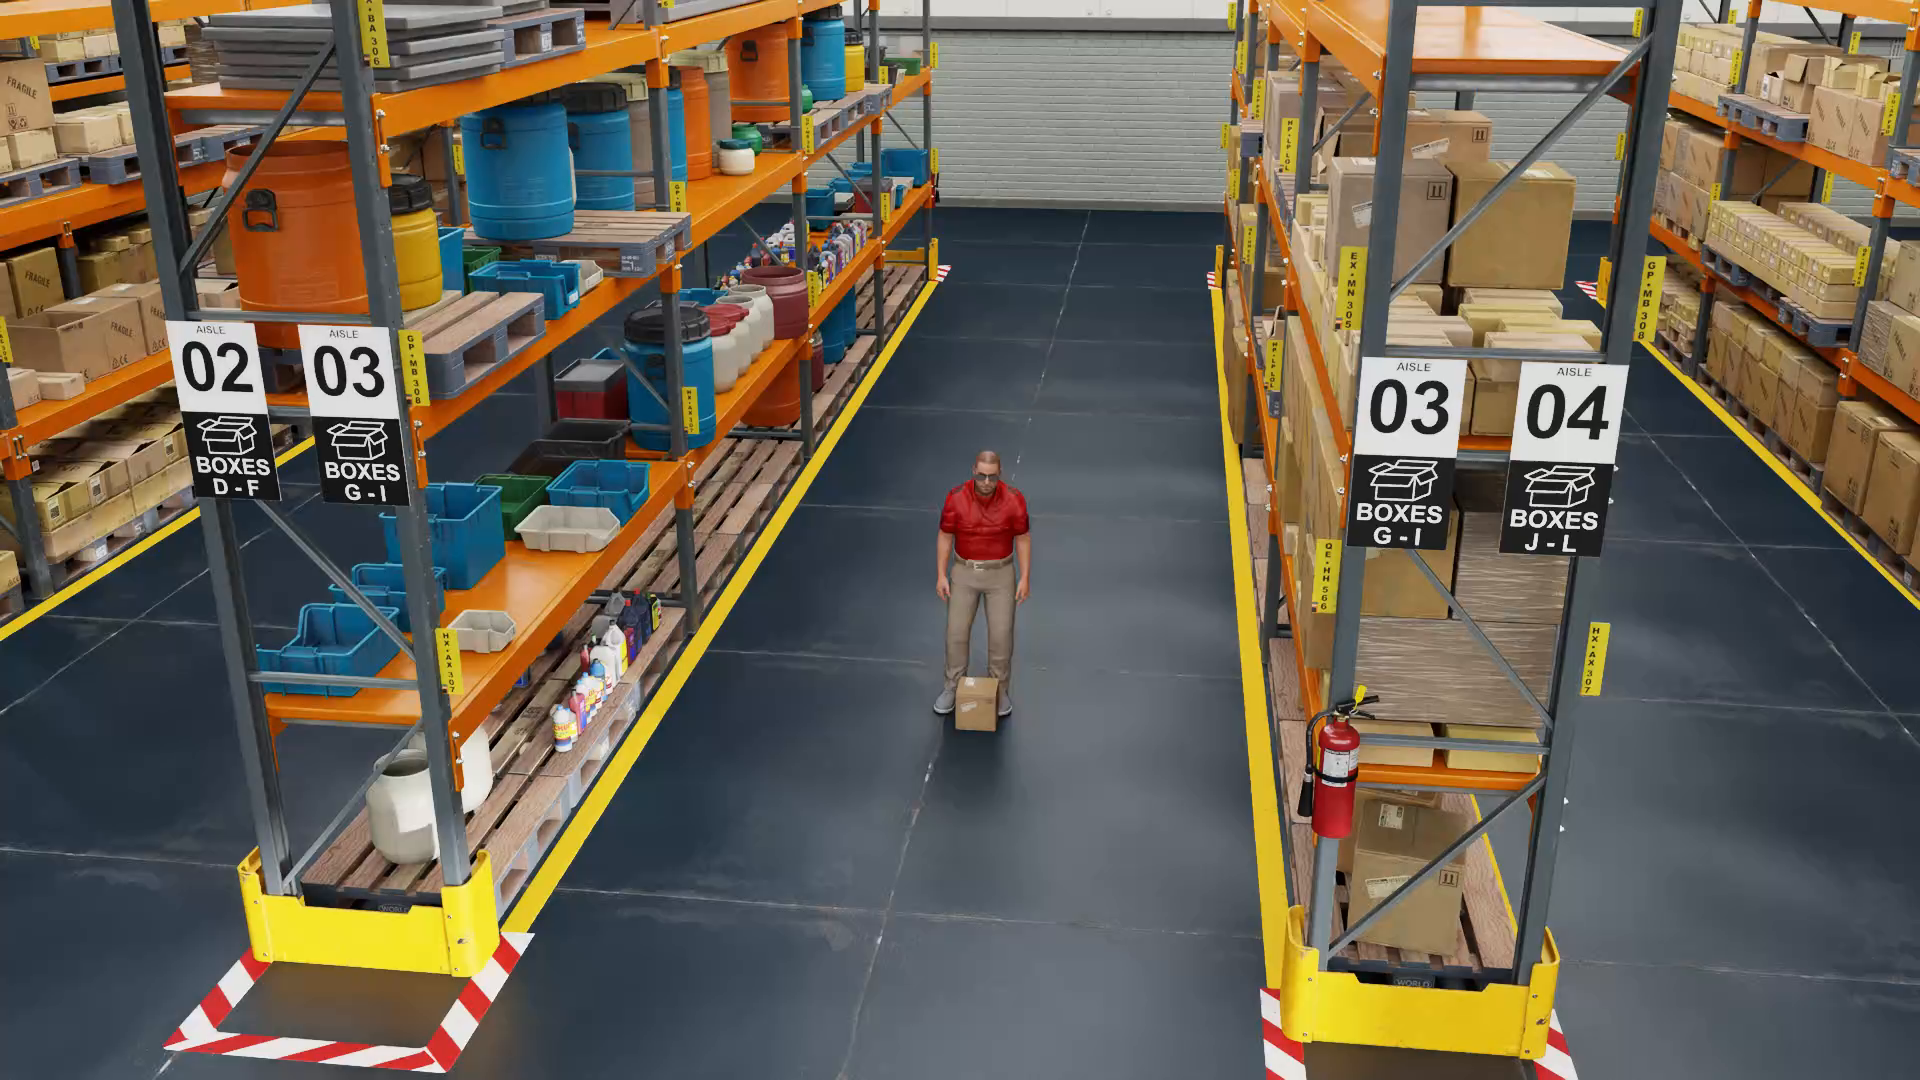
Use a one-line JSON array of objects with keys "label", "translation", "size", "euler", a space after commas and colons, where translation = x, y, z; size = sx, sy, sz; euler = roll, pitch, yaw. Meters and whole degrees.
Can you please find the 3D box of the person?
[{"label": "person", "translation": [0.140, 0.251, 10.449], "size": [0.604, 1.727, 0.391], "euler": [1, 21, 3]}]
